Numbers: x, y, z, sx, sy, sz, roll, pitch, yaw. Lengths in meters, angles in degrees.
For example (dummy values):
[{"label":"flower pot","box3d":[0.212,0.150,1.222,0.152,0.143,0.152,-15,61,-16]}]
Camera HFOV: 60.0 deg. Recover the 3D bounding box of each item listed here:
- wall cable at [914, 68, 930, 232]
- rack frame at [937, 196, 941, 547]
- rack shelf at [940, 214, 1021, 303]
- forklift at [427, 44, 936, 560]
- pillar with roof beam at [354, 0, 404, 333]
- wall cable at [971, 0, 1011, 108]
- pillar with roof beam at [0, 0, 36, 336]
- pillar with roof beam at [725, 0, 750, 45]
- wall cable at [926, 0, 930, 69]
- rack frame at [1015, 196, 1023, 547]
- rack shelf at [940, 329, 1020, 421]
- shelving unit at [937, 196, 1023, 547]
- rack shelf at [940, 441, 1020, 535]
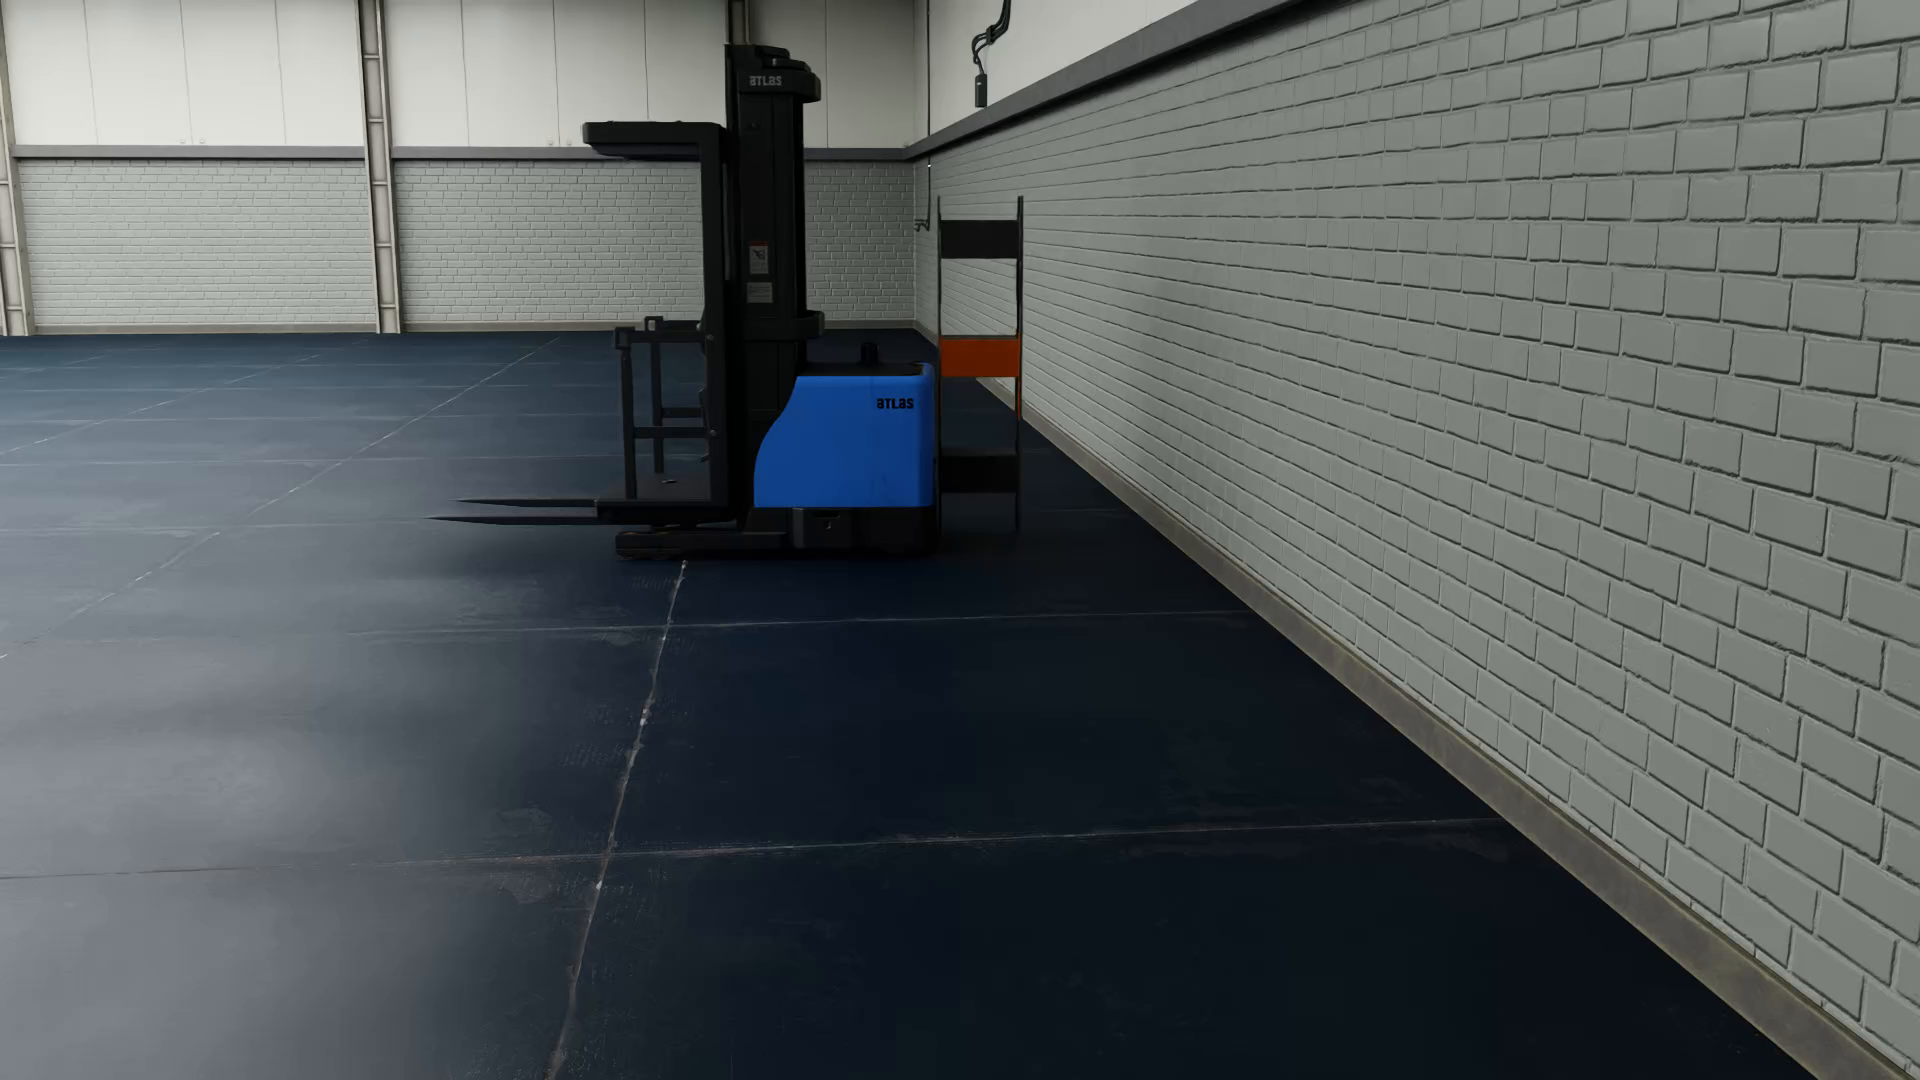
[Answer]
[{"label":"wall cable","box3d":[-0.677,-6.364,27.460,0.112,2.526,3.097,-1,11,-6]},{"label":"rack frame","box3d":[-0.127,-1.023,10.130,0.015,2.100,0.400,0,11,-1]},{"label":"rack shelf","box3d":[0.117,-1.697,10.001,0.480,0.518,0.431,0,11,-1]},{"label":"forklift","box3d":[-1.662,-1.421,9.998,3.031,2.935,1.130,0,11,-1]},{"label":"pillar with roof beam","box3d":[-9.249,-7.129,23.303,0.400,9.000,9.100,-1,11,-6]},{"label":"wall cable","box3d":[0.332,-7.735,17.570,0.169,6.003,2.305,-1,11,-6]},{"label":"pillar with roof beam","box3d":[-15.214,-7.004,22.667,0.400,9.000,9.100,-1,11,-6]},{"label":"pillar with roof beam","box3d":[-3.284,-7.254,23.939,0.400,9.000,9.100,-1,11,-6]},{"label":"wall cable","box3d":[-0.385,-8.323,24.334,0.112,2.526,3.097,-1,11,-6]},{"label":"rack frame","box3d":[0.361,-1.024,10.136,0.015,2.100,0.400,0,11,-1]},{"label":"rack shelf","box3d":[0.117,-1.011,10.136,0.480,0.518,0.431,0,11,-1]},{"label":"shelving unit","box3d":[0.117,-1.024,10.133,0.503,2.100,0.431,0,11,-1]},{"label":"rack shelf","box3d":[0.117,-0.324,10.271,0.480,0.518,0.431,0,11,-1]}]
